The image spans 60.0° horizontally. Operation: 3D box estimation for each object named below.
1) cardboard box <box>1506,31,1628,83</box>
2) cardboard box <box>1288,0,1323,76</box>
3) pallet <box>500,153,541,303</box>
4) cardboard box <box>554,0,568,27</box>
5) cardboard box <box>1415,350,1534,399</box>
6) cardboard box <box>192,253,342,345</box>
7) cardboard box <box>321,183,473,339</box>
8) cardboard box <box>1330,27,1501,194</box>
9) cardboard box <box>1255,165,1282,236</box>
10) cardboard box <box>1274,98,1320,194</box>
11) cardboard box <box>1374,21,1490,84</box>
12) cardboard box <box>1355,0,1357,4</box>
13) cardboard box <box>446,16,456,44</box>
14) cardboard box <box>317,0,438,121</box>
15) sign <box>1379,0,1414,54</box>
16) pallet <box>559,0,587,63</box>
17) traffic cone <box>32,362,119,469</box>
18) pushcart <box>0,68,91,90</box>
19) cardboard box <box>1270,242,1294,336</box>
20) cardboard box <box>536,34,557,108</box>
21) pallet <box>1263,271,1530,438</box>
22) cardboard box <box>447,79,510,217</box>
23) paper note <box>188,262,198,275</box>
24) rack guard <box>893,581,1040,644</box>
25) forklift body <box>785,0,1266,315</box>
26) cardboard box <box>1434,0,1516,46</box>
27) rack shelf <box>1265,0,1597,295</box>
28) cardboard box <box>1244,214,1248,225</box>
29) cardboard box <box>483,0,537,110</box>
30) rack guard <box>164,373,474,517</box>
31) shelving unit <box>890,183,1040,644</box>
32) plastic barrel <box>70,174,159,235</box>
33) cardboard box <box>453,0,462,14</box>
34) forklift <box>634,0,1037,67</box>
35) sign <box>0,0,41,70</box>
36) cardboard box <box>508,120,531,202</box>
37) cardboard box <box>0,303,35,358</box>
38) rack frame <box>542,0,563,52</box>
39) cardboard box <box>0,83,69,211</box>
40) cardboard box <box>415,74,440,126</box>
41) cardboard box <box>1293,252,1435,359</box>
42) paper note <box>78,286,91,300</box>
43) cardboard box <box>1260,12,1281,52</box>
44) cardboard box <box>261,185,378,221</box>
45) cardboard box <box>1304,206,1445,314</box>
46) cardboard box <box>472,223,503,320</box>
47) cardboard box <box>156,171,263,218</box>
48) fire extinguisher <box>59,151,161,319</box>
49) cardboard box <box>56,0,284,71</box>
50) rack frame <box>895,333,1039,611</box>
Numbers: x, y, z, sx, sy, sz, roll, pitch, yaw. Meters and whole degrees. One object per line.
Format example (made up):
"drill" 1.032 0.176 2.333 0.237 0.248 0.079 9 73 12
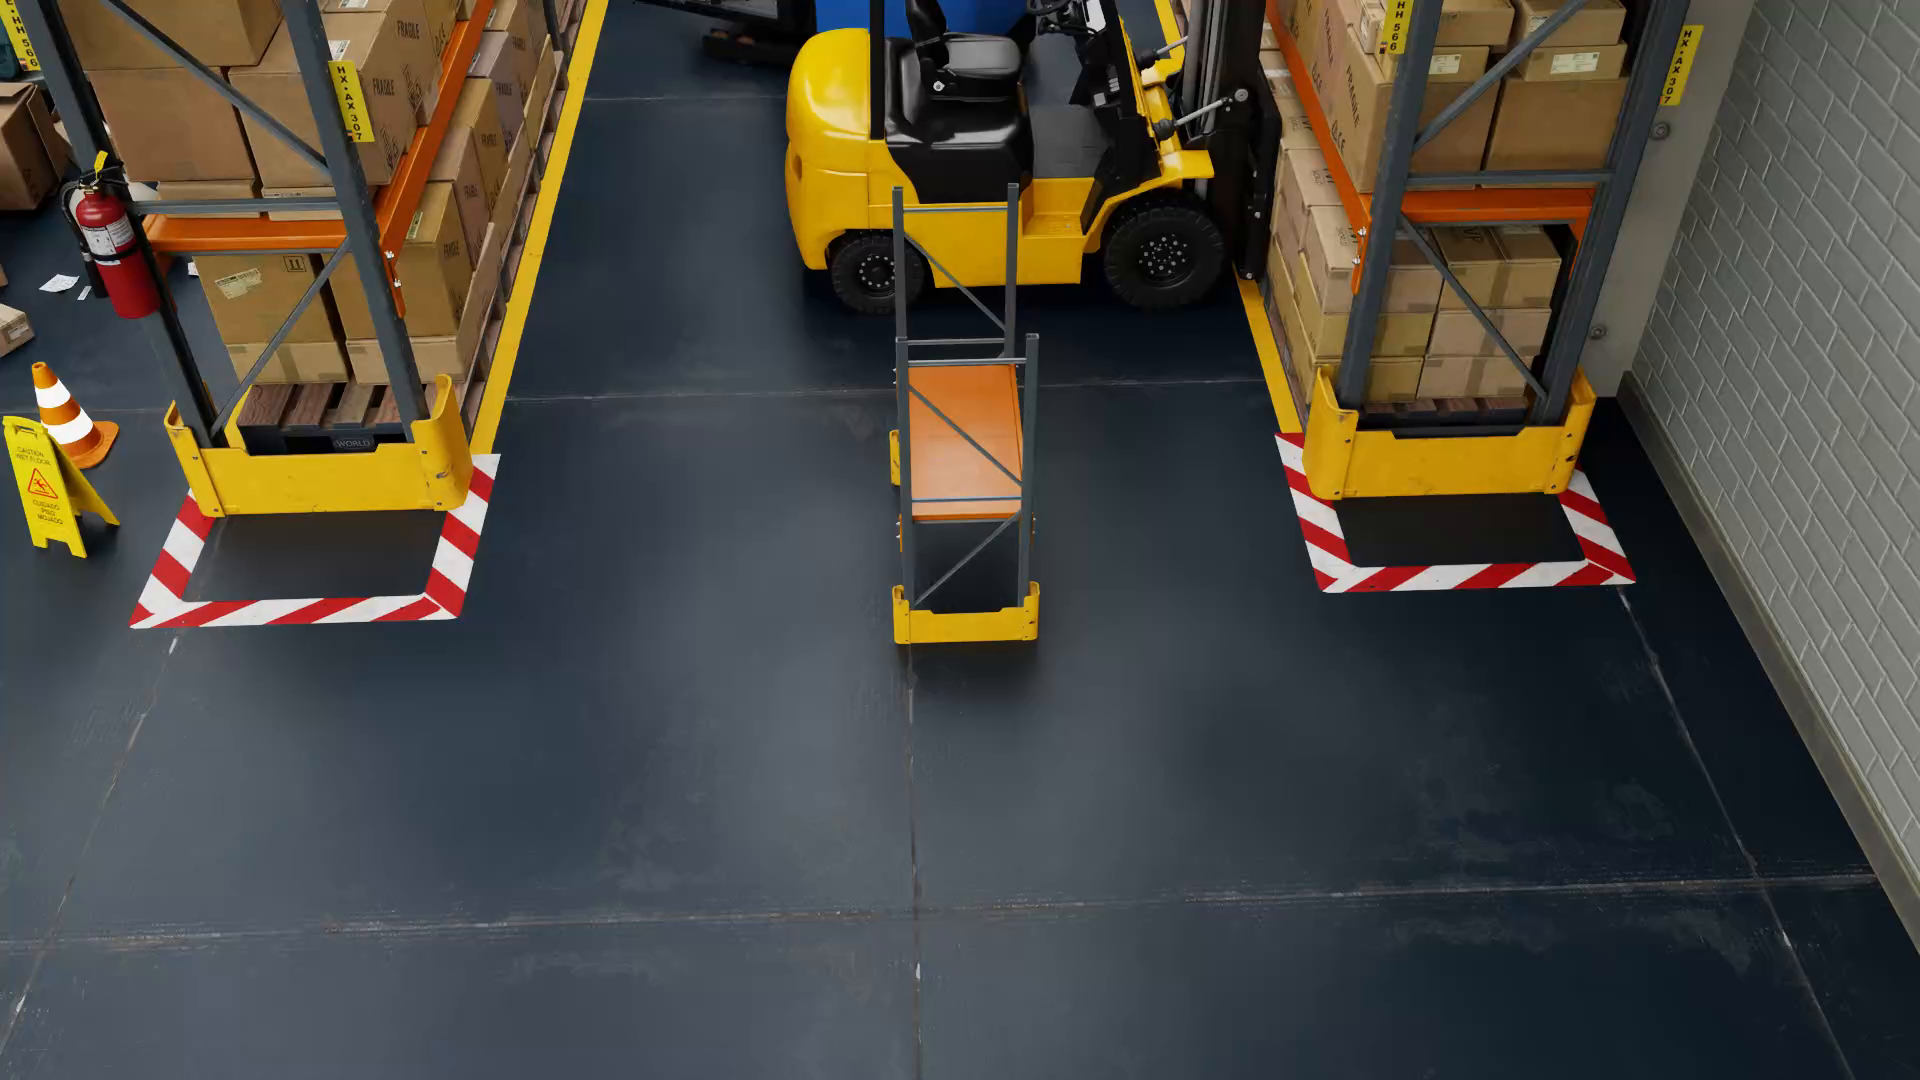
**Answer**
"cardboard box" 2.405 -1.945 6.598 0.380 0.149 0.250 -3 43 -3
"cardboard box" 1.842 -2.491 7.673 0.500 0.500 0.500 -2 43 -3
"pallet" -2.850 -1.682 8.929 1.003 0.211 1.213 -2 43 -2
"cardboard box" -2.994 -3.528 10.513 0.950 0.372 0.625 -1 43 -1
"cardboard box" 2.335 -0.911 7.748 0.500 0.250 0.500 -1 43 -2
"cardboard box" -3.094 -1.239 7.551 0.500 0.500 0.500 -1 43 -2
"cardboard box" -2.559 -1.274 7.589 0.500 0.500 0.500 -3 43 -3
"cardboard box" 1.877 -1.794 6.914 0.500 0.500 0.500 -3 43 -3
"cardboard box" 1.774 -1.765 8.309 0.500 0.250 0.500 -3 43 -3
"cardboard box" 1.770 -1.929 8.119 0.500 0.250 0.500 -1 43 -1
"cardboard box" 1.865 -1.935 6.587 0.380 0.149 0.250 -1 43 -1
"cardboard box" 1.875 -2.283 6.967 0.380 0.149 0.250 -1 43 -1
"cardboard box" -2.624 -2.484 7.926 0.380 0.149 0.250 -3 43 -3
"cardboard box" -2.567 -2.112 7.040 0.500 0.500 0.500 0 43 0
"sign" 1.617 -1.941 6.115 0.100 0.325 0.005 -2 43 -2
"pallet" -3.003 -3.486 10.897 1.003 0.211 1.213 -2 43 -2
"traffic cone" -4.106 -0.606 7.569 0.336 0.463 0.334 -2 43 -2
"pushcart" -5.245 -2.922 10.159 1.648 0.377 0.936 -16 45 -16
"cardboard box" 1.813 -1.218 8.083 0.500 0.250 0.500 -2 43 -2
"cardboard box" -2.675 -2.738 9.741 0.500 0.250 0.500 0 43 0
"pallet" 2.086 -0.920 8.097 1.003 0.211 1.213 -2 43 -2
"cardboard box" -2.598 -1.966 8.344 0.500 0.500 0.500 -1 43 -1
"paper note" -4.014 -1.451 8.810 0.142 0.019 0.148 -16 45 -16
"rack guard" 0.024 0.296 6.743 0.587 0.250 0.087 -2 43 -2
"forklift body" 0.257 -2.348 8.219 2.313 2.155 1.214 -2 43 -2
"cardboard box" 1.934 -2.054 6.497 0.380 0.149 0.250 -2 43 -2
"rack shelf" 2.075 -2.518 8.309 1.077 0.370 4.000 -2 43 -2
"cardboard box" 1.756 -1.906 8.834 0.500 0.250 0.500 0 43 0
"cardboard box" -2.652 -2.671 9.113 0.500 0.500 0.500 -1 43 -1
"rack guard" -2.802 -0.418 7.336 1.175 0.500 0.348 -2 43 -2
"shelving unit" 0.003 -0.501 6.687 0.587 1.500 1.083 -2 43 -2
"plastic barrel" -4.399 -1.689 8.779 0.512 0.421 0.421 27 49 27
"cardboard box" -2.620 -2.799 7.789 0.500 0.500 0.500 -2 43 -3
"forklift" -1.078 -4.400 9.881 3.031 2.935 1.130 17 45 18
"sign" -3.354 -1.829 5.934 0.100 0.325 0.005 -2 43 -2
"cardboard box" -2.626 -2.035 8.975 0.500 0.250 0.500 -1 43 -1
"cardboard box" -4.873 -1.063 8.300 0.380 0.149 0.250 19 46 20
"rack frame" -2.969 -3.988 9.381 1.000 3.000 0.127 -2 43 -2
"cardboard box" -5.451 -2.162 9.136 0.797 0.637 0.503 -2 43 -2
"cardboard box" -2.527 -1.955 7.348 0.380 0.149 0.250 -1 43 -1
"cardboard box" 1.827 -1.078 7.560 0.500 0.250 0.500 -2 43 -2
"paper note" -4.550 -1.285 8.645 0.032 0.001 0.123 -2 43 -2
"cardboard box" 1.741 -2.626 8.879 0.500 0.250 0.500 0 43 0
"cardboard box" -2.607 -1.430 6.777 0.380 0.149 0.250 -1 43 -2
"cardboard box" 1.829 -1.244 7.372 0.500 0.250 0.500 0 43 0
"cardboard box" -2.571 -1.326 8.201 0.500 0.250 0.500 0 43 0
"cardboard box" -3.029 -1.441 6.789 0.380 0.149 0.250 0 43 0
"fire extinguisher" -3.255 -1.169 6.362 0.296 0.674 0.183 -2 43 -2
"cardboard box" -3.039 -2.141 6.332 0.700 0.500 0.500 -3 43 -3
"rack frame" 0.025 -0.152 6.306 0.500 1.500 0.032 -2 43 -2
